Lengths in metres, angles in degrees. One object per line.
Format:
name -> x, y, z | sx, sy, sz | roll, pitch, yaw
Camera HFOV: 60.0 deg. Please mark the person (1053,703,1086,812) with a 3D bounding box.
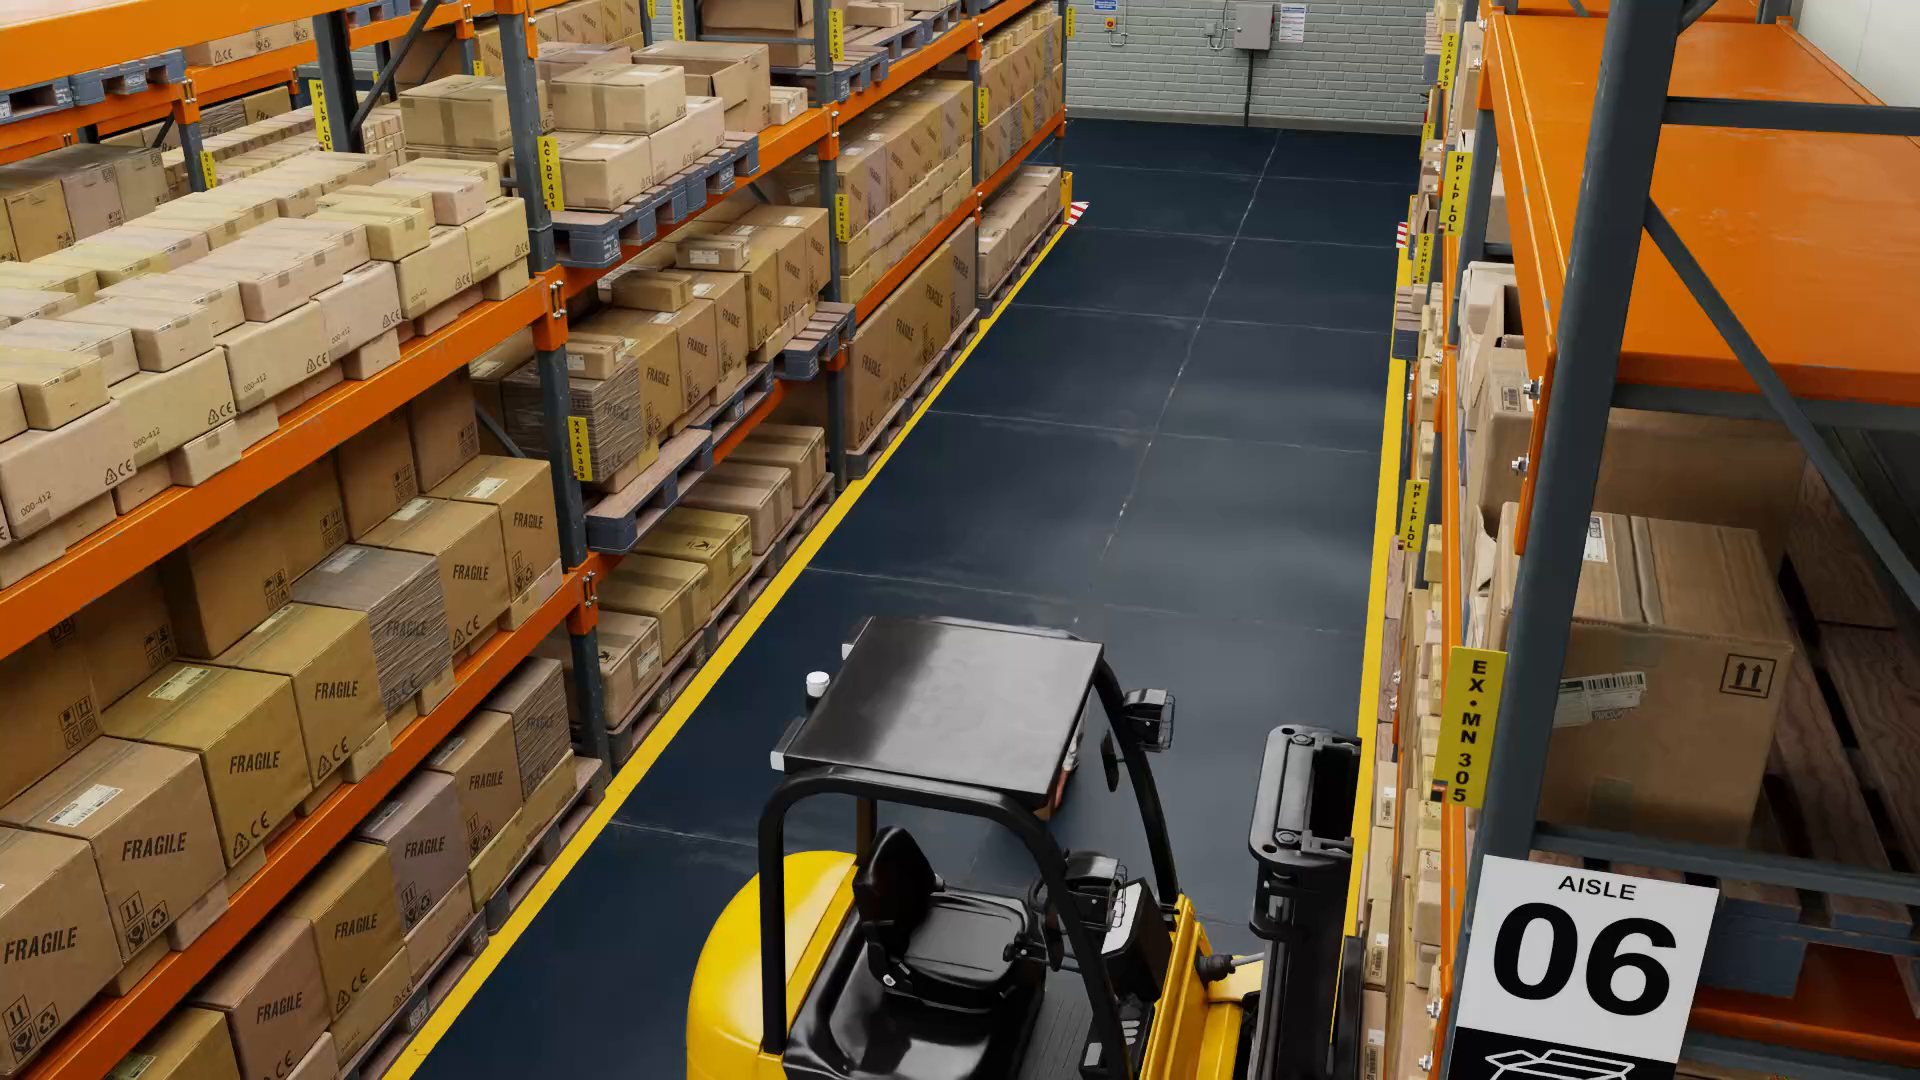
person -> 0.459, 0.912, 8.806 | 0.435, 0.761, 0.810 | 6, 26, 13
